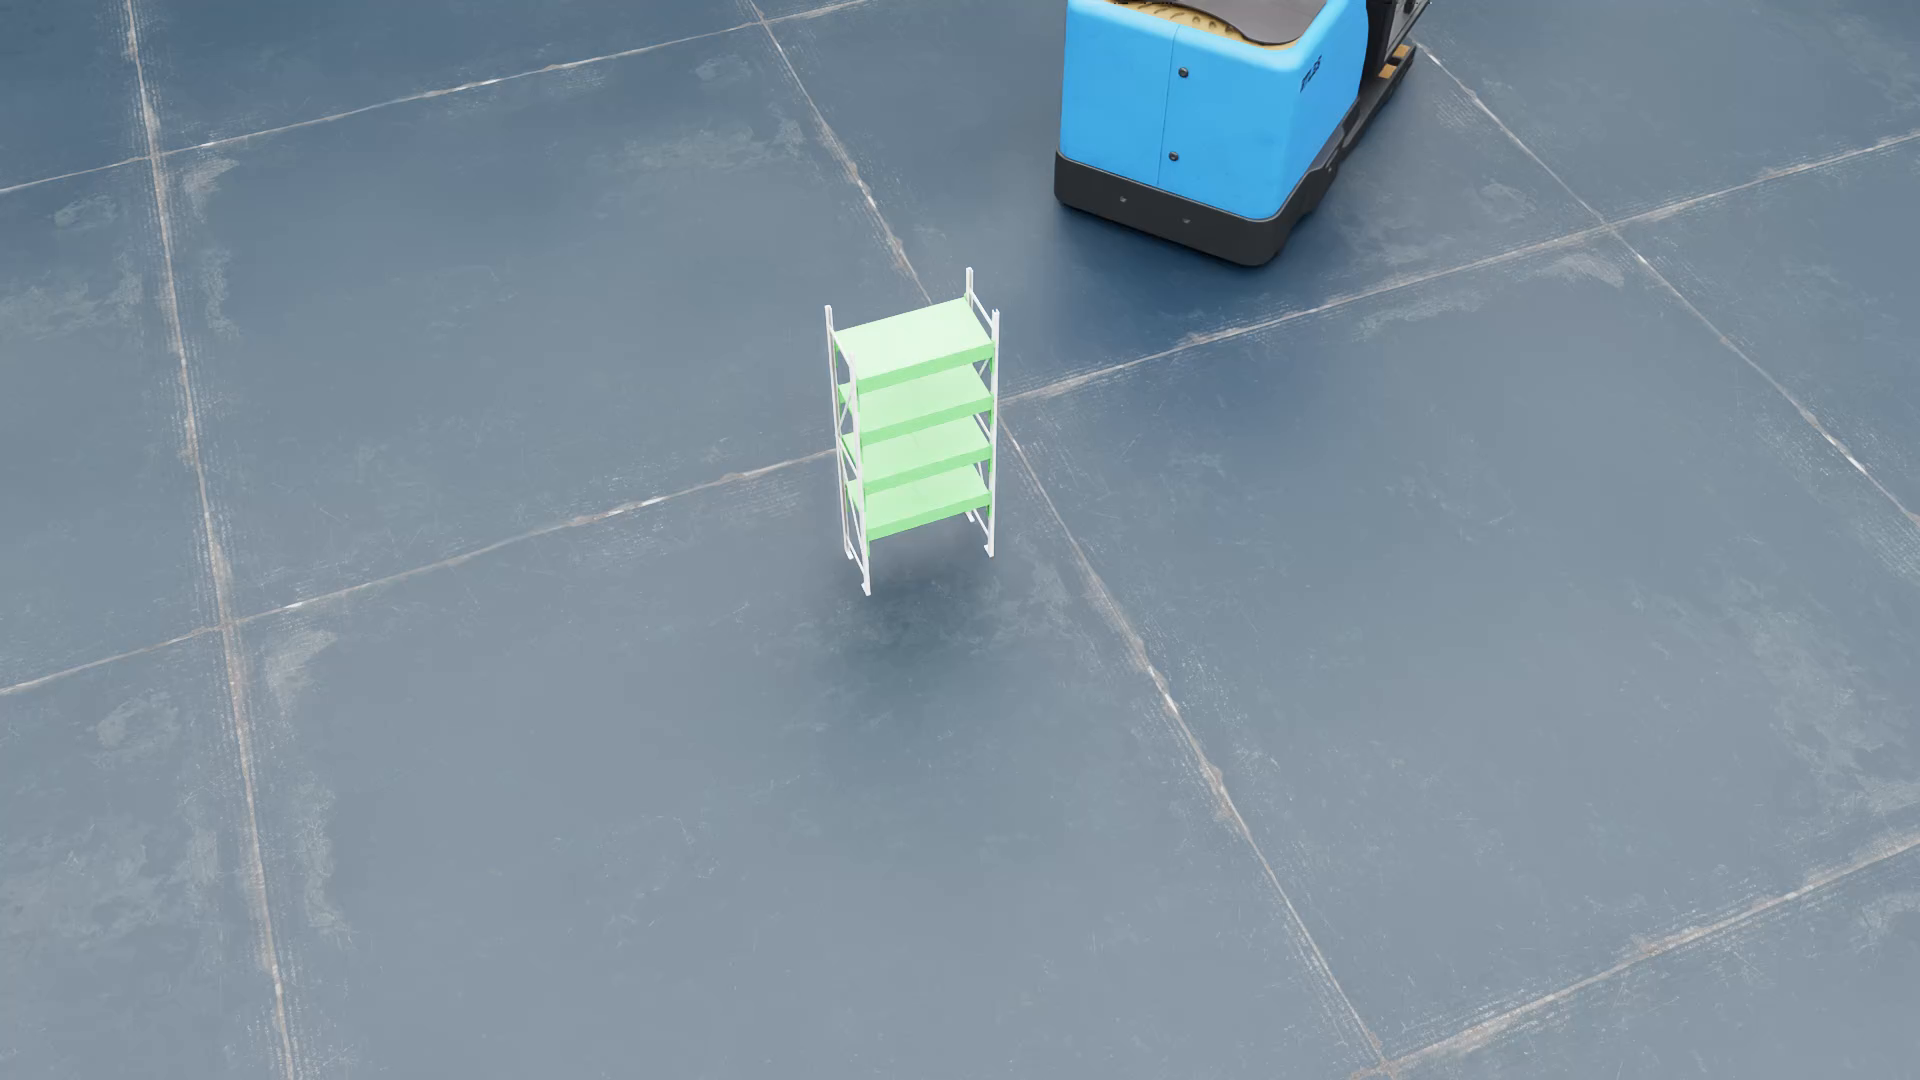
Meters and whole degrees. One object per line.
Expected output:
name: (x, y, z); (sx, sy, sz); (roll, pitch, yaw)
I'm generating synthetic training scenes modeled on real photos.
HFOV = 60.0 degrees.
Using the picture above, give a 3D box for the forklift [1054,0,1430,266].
forklift: (1.582, -3.257, 7.115); (1.130, 2.935, 3.031); (23, 53, 19)

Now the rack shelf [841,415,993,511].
rack shelf: (-0.153, -0.302, 5.803); (0.480, 0.148, 0.258); (-17, 52, -14)

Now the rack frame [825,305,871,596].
rack frame: (-0.379, -0.273, 5.694); (0.015, 1.200, 0.240); (-17, 52, -14)

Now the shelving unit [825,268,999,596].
shelving unit: (-0.153, -0.343, 5.754); (0.503, 1.200, 0.258); (-17, 52, -14)

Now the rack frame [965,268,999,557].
rack frame: (0.073, -0.413, 5.814); (0.015, 1.200, 0.240); (-17, 52, -14)

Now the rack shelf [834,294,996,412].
rack shelf: (-0.153, -0.615, 5.438); (0.480, 0.148, 0.258); (-17, 52, -14)

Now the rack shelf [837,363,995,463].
rack shelf: (-0.153, -0.458, 5.620); (0.480, 0.148, 0.258); (-17, 52, -14)

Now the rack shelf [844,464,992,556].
rack shelf: (-0.153, -0.145, 5.985); (0.480, 0.148, 0.258); (-17, 52, -14)
